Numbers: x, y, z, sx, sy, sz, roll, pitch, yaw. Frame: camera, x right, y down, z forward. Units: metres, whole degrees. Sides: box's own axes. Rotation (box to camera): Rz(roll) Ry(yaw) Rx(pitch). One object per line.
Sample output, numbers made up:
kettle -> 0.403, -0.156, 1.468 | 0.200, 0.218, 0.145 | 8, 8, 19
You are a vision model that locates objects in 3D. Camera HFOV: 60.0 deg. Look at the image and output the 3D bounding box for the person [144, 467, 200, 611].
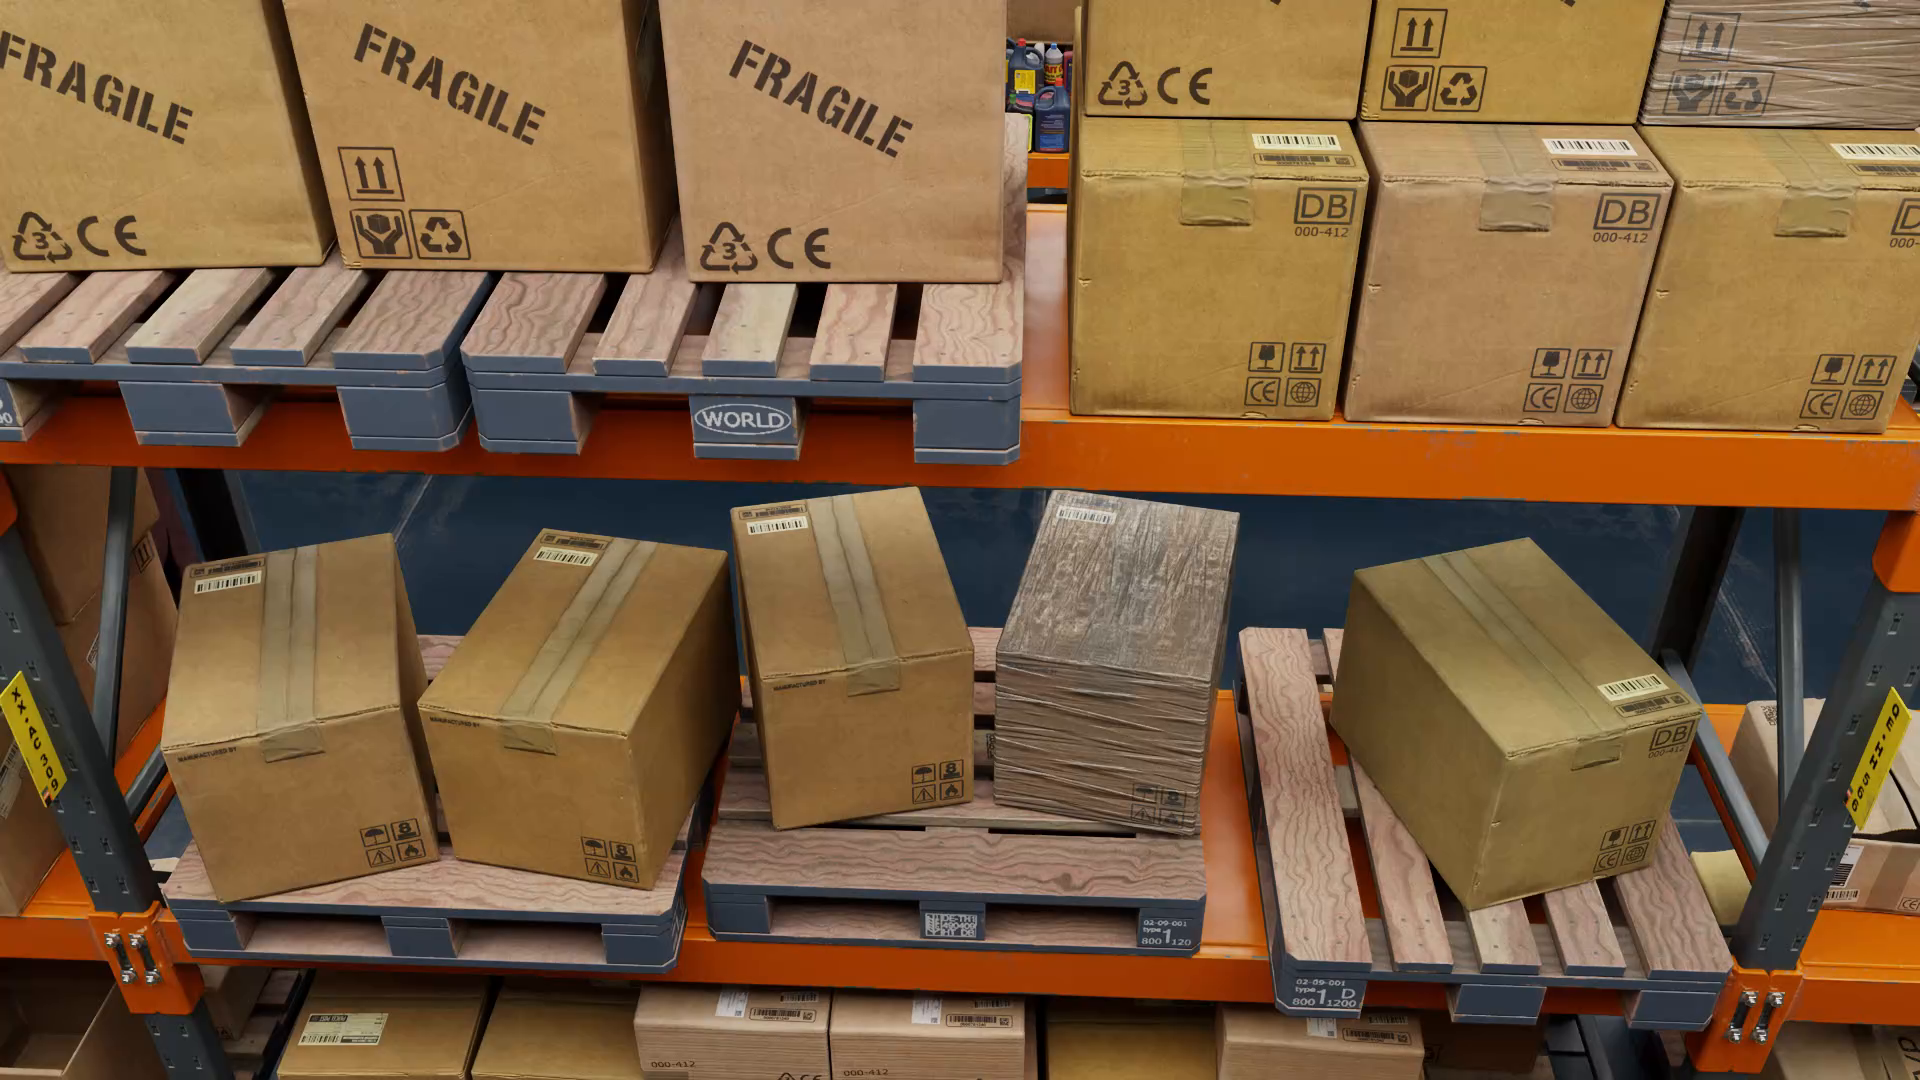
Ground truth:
person -> -3.041, -0.040, 6.196 | 0.912, 1.745, 0.565 | 2, 35, 3
